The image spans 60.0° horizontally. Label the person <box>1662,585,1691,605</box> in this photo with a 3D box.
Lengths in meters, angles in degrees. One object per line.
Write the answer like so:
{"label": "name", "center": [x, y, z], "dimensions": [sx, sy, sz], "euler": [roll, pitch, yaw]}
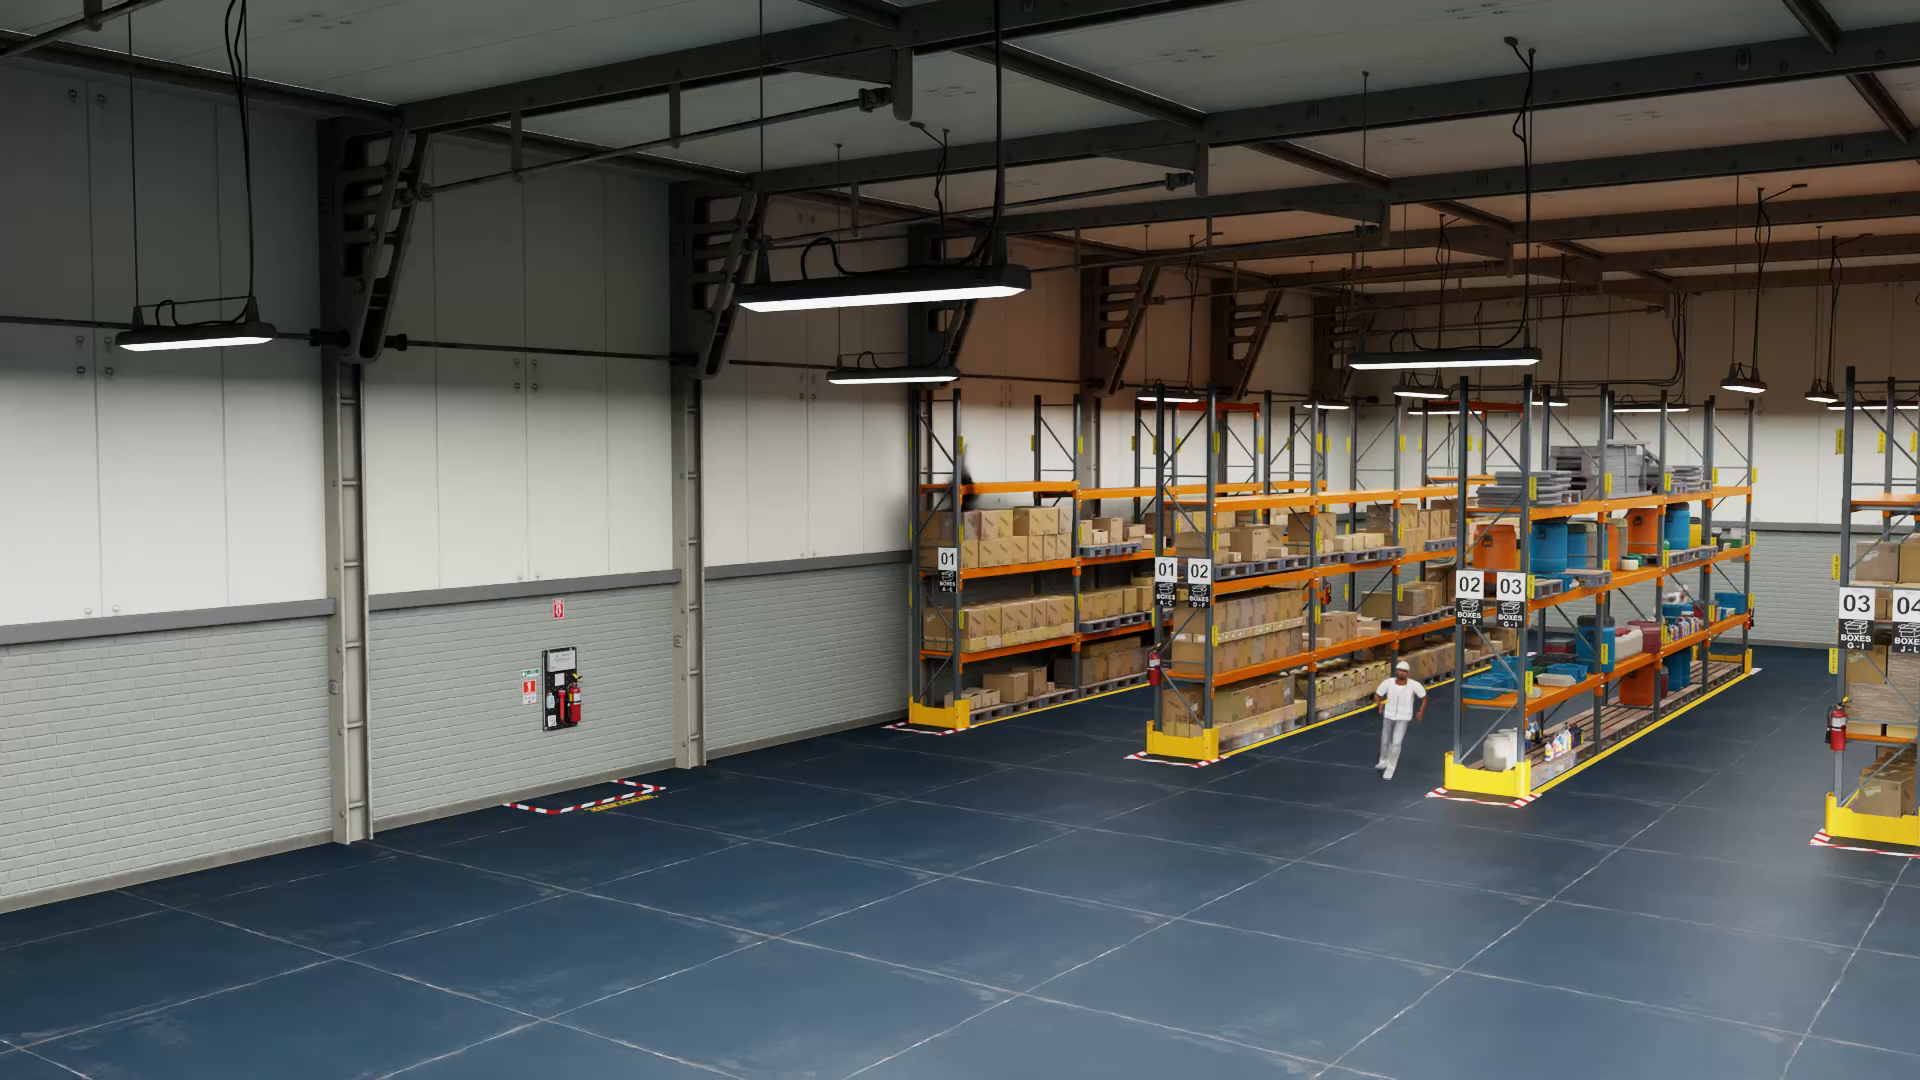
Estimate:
{"label": "person", "center": [17.480, 1.877, 40.937], "dimensions": [0.678, 1.600, 1.133], "euler": [-2, 4, -25]}

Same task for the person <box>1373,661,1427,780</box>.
{"label": "person", "center": [6.628, 2.714, 25.111], "dimensions": [0.778, 1.776, 0.686], "euler": [1, 4, 24]}

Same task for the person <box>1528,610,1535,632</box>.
{"label": "person", "center": [14.116, 1.895, 41.451], "dimensions": [0.612, 1.501, 0.778], "euler": [0, 3, 2]}
